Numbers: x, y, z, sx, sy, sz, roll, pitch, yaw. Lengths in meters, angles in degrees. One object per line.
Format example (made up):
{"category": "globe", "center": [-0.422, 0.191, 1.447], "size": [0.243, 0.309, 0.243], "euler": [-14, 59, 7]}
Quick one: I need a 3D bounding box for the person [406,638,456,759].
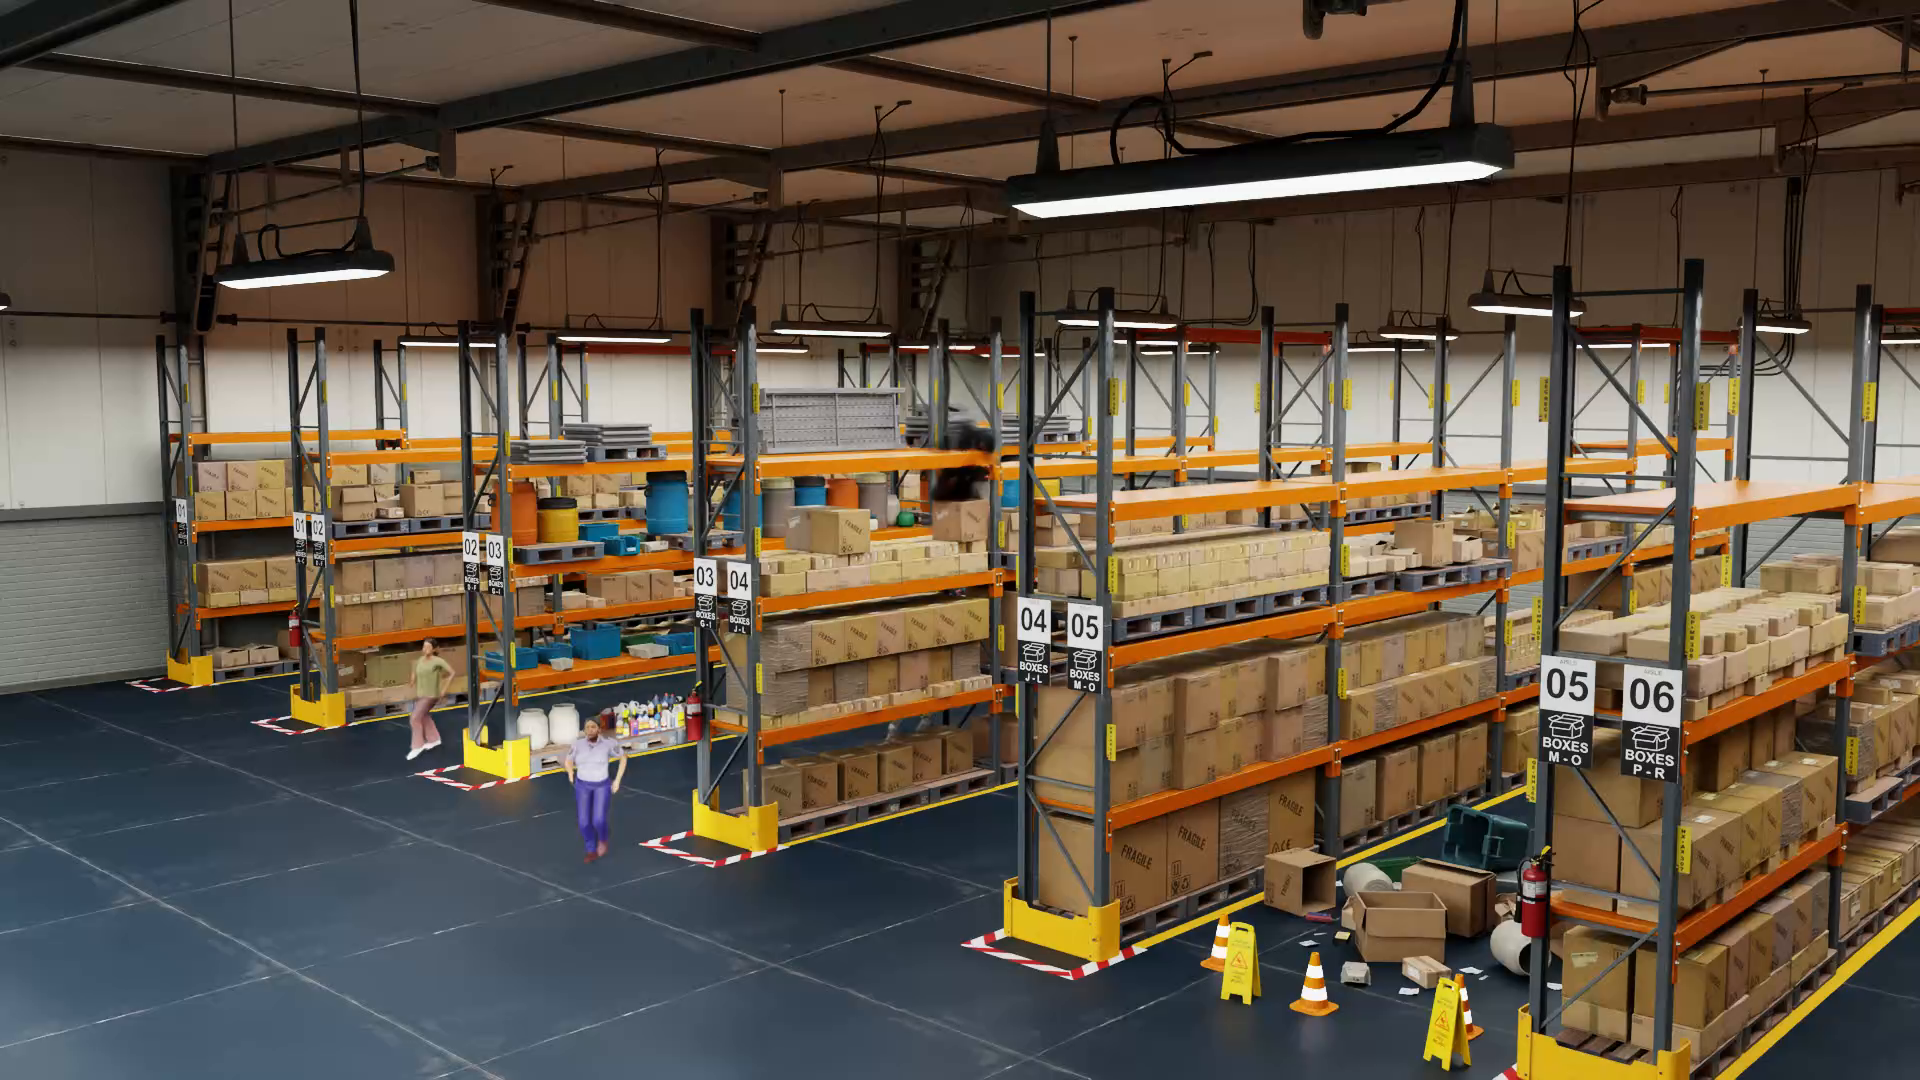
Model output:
{"category": "person", "center": [-7.361, 2.187, 23.073], "size": [0.637, 1.682, 0.690], "euler": [3, 6, 33]}

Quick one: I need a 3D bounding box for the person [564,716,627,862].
{"category": "person", "center": [-3.943, 2.697, 17.909], "size": [0.646, 1.606, 0.608], "euler": [0, 5, 1]}

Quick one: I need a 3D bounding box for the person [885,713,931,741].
{"category": "person", "center": [-0.733, 1.850, 23.035], "size": [0.670, 1.880, 0.773], "euler": [4, 7, 39]}
